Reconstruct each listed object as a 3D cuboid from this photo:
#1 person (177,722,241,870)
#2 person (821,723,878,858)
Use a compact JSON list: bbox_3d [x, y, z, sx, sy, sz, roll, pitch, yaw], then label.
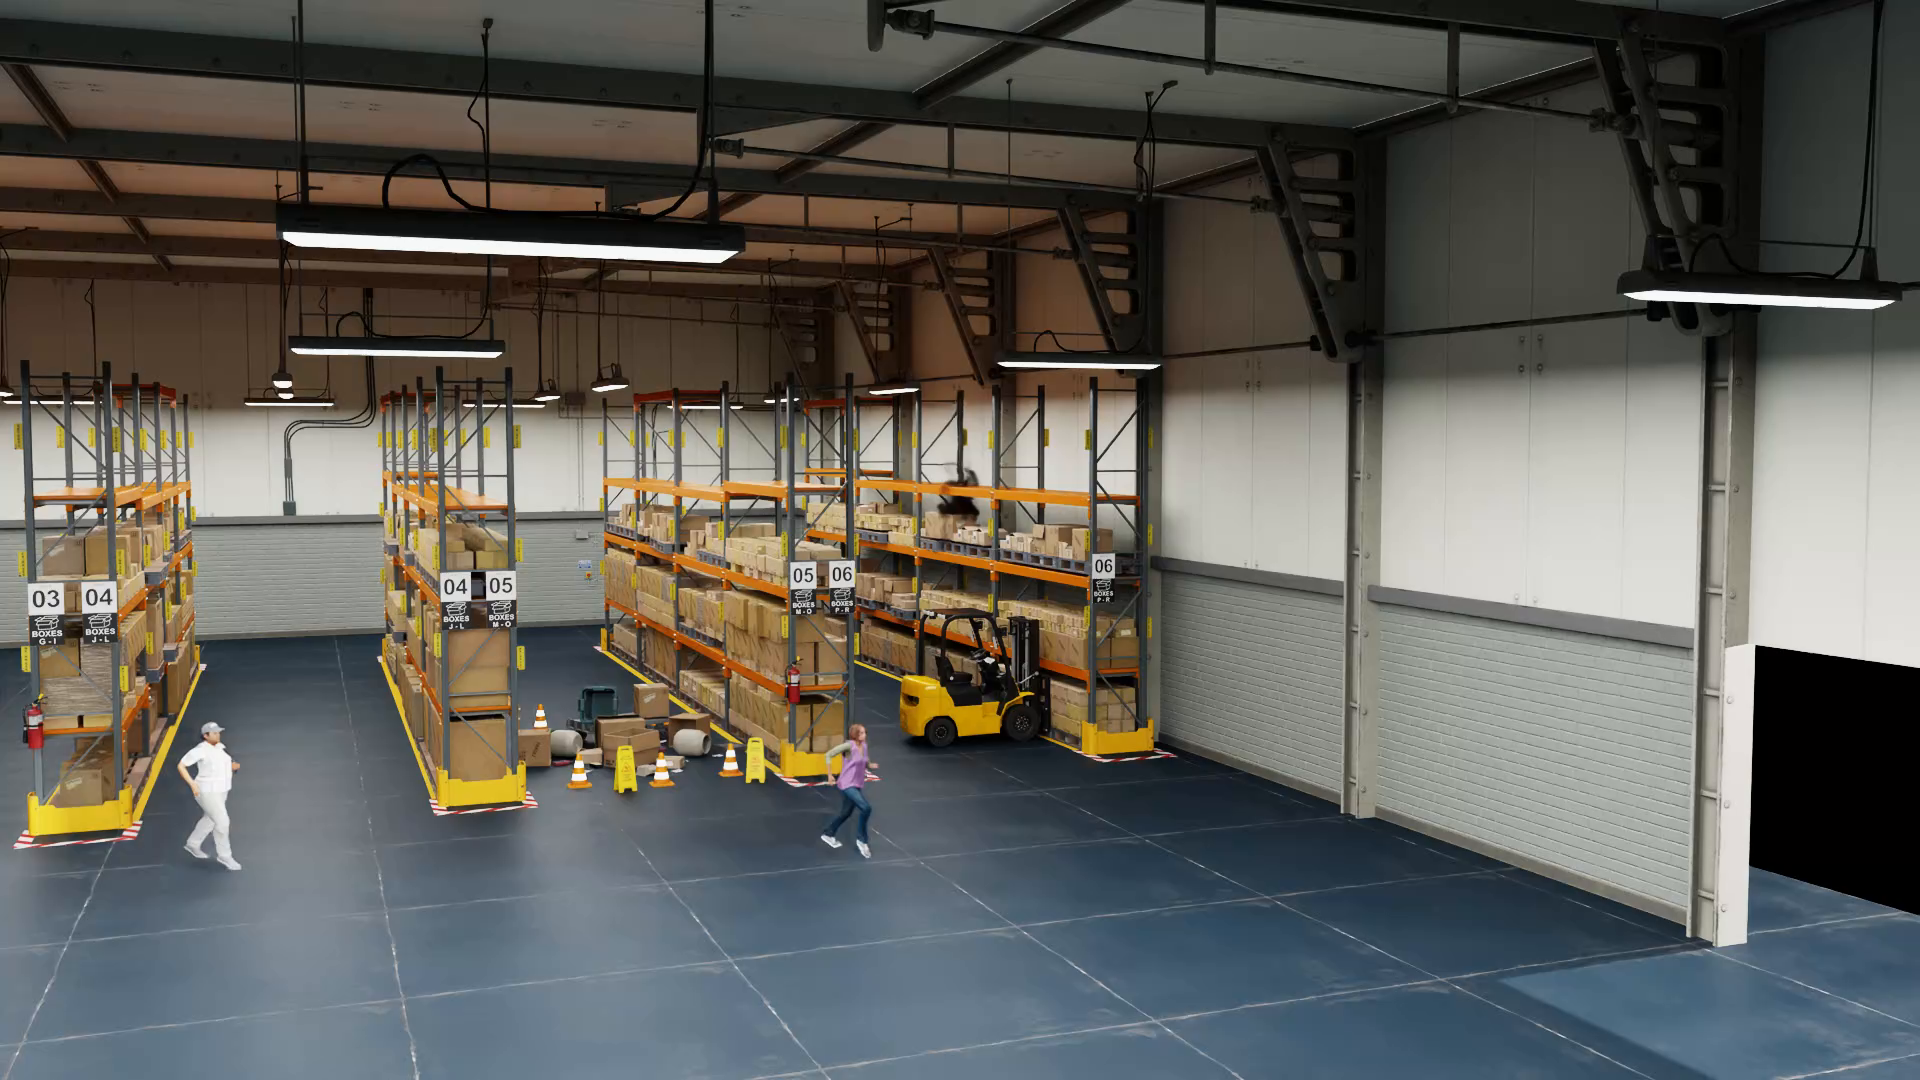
[{"bbox_3d":[-8.795,2.994,19.525,0.826,1.705,0.586,0,3,8],"label":"person"},{"bbox_3d":[-1.335,3.015,20.050,0.790,1.589,0.555,2,4,30],"label":"person"}]
